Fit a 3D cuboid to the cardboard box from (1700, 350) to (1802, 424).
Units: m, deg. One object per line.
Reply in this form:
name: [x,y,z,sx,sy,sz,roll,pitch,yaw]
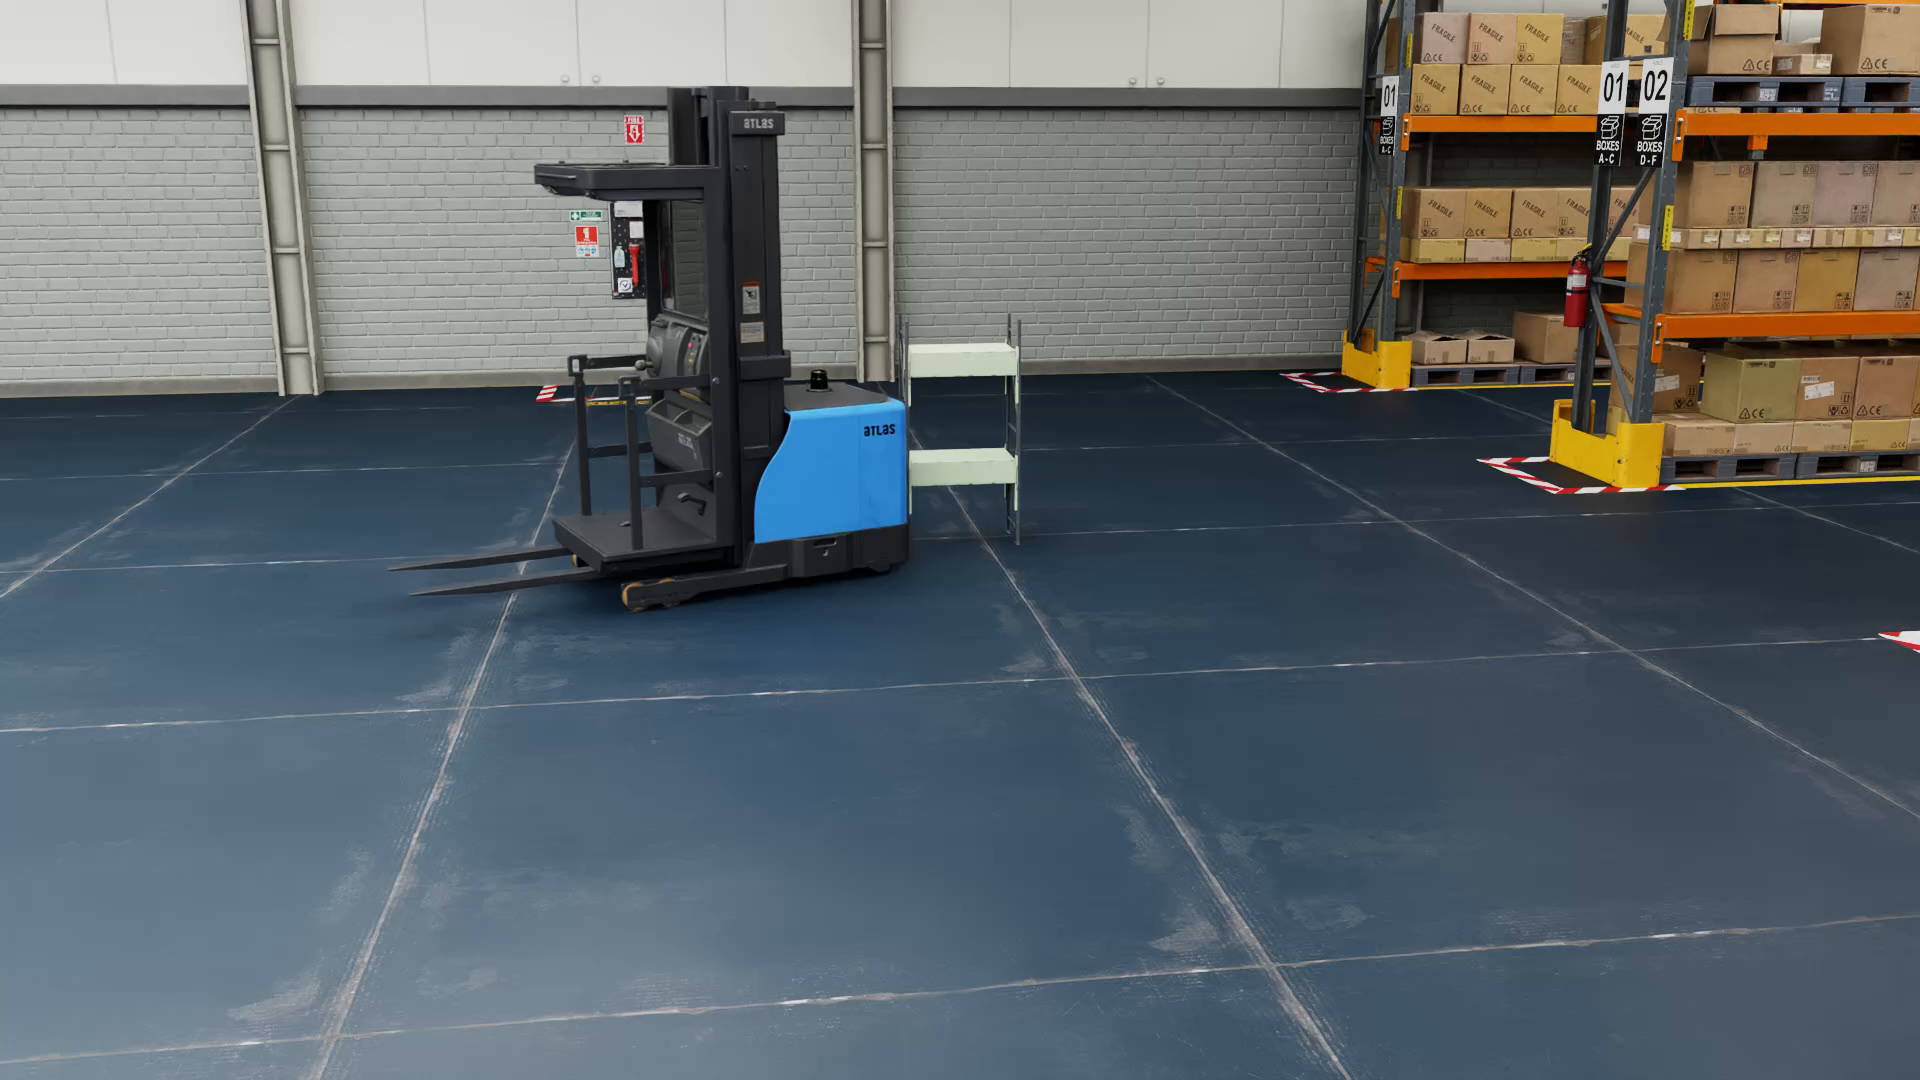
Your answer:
cardboard box: [6.247,-1.216,13.153,0.500,0.500,0.500,-2,14,-8]

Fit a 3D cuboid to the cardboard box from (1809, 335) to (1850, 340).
cardboard box: [9.632,-2.397,18.847,0.500,0.500,0.700,-2,14,-9]

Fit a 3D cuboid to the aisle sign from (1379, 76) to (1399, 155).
aisle sign: [4.421,-4.376,17.159,0.004,0.787,0.394,-2,14,-8]

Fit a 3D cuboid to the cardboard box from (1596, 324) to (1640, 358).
cardboard box: [7.383,-2.288,18.413,0.500,0.500,0.500,-3,14,-13]

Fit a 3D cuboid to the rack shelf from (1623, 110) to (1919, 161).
rack shelf: [7.167,-3.176,13.034,4.000,0.370,1.077,-2,14,-8]

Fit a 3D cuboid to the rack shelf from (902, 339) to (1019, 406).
rack shelf: [-0.007,-1.106,10.943,0.720,0.370,0.431,-2,14,-8]

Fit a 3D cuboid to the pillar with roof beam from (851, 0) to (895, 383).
pillar with roof beam: [-0.281,-5.080,12.978,0.400,9.000,9.100,-2,14,-8]

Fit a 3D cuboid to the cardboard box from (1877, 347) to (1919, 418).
cardboard box: [7.729,-1.273,13.379,0.500,0.500,0.500,-2,14,-8]

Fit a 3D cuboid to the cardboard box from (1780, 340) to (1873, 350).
cardboard box: [7.157,-1.380,13.807,0.500,0.500,0.500,-2,14,-8]

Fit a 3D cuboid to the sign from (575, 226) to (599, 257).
sign: [-3.933,-3.147,17.531,0.234,0.329,0.001,-2,14,-8]

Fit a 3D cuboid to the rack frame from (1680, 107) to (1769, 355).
rack frame: [8.403,-3.334,18.351,0.127,3.000,1.000,-2,14,-8]

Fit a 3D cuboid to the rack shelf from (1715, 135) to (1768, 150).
rack shelf: [10.381,-4.513,18.363,4.000,0.370,1.077,-2,14,-8]

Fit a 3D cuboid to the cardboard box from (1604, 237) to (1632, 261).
cardboard box: [6.991,-3.143,17.856,0.500,0.250,0.500,-2,14,-9]

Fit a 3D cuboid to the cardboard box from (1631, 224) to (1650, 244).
cardboard box: [5.539,-2.421,13.169,0.250,0.149,0.380,-2,14,-9]

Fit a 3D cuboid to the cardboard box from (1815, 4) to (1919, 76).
cardboard box: [6.872,-3.767,12.555,0.500,0.500,0.500,-2,14,-8]

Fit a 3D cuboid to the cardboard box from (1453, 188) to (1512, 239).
cardboard box: [5.455,-3.451,17.540,0.500,0.500,0.500,-2,14,-8]

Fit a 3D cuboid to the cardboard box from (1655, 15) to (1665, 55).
cardboard box: [7.405,-5.227,17.428,0.500,0.500,0.500,-1,14,-5]

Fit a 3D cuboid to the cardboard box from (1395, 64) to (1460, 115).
cardboard box: [4.816,-4.655,17.202,0.500,0.500,0.500,-2,14,-7]

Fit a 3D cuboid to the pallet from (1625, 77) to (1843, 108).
pallet: [5.892,-3.429,12.745,1.213,0.211,1.003,-2,14,-8]

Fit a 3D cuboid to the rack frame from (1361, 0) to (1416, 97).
rack frame: [4.448,-6.099,17.043,0.127,3.000,1.000,-2,14,-8]

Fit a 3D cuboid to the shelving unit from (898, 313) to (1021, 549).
shelving unit: [-0.007,-0.727,11.038,0.755,1.500,0.431,-2,14,-8]

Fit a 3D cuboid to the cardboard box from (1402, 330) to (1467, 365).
cardboard box: [5.145,-2.102,18.060,0.500,0.311,0.500,-4,15,-15]

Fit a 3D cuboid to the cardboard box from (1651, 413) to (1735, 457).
cardboard box: [5.753,-0.834,13.170,0.500,0.250,0.500,-2,14,-8]

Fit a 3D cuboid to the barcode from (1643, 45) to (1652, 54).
barcode: [5.416,-3.861,13.093,0.075,0.075,0.001,-2,14,-8]

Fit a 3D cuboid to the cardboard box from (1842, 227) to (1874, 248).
cardboard box: [6.883,-2.371,12.969,0.250,0.149,0.380,-2,14,-9]

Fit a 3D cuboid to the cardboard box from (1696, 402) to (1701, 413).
cardboard box: [6.168,-0.979,13.750,0.500,0.250,0.500,-2,14,-8]

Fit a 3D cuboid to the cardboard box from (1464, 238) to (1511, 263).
cardboard box: [5.489,-3.090,17.643,0.500,0.250,0.500,-3,14,-10]

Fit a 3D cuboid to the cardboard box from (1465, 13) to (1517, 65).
cardboard box: [5.368,-5.149,17.119,0.500,0.500,0.500,-2,14,-9]

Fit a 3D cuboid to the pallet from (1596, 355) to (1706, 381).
pallet: [7.744,-1.949,18.559,1.213,0.211,1.003,-2,14,-8]

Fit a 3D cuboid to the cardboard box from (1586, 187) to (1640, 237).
cardboard box: [6.989,-3.508,17.771,0.500,0.500,0.500,-3,14,-10]

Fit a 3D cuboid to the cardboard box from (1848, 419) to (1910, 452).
cardboard box: [7.236,-0.888,13.385,0.500,0.250,0.500,-2,14,-8]

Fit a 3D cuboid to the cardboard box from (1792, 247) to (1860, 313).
cardboard box: [6.663,-2.097,13.212,0.500,0.500,0.700,-2,14,-8]

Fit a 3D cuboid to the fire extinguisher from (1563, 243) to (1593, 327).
fire extinguisher: [5.003,-2.068,13.460,0.183,0.674,0.296,-2,14,-8]

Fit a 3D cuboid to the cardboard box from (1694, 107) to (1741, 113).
cardboard box: [7.938,-4.770,17.661,0.500,0.500,0.500,-2,14,-7]

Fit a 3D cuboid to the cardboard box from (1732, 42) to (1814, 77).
cardboard box: [6.289,-3.757,13.027,0.500,0.250,0.500,-2,14,-8]

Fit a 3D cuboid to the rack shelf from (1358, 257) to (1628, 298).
rack shelf: [6.425,-2.913,18.149,4.000,0.370,1.077,-2,14,-8]

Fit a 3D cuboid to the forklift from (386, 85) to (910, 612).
forklift: [-1.857,-1.155,9.804,3.031,2.935,1.130,-8,16,-28]

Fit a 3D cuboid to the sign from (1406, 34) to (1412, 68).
sign: [4.529,-4.938,16.781,0.005,0.325,0.100,-2,14,-8]

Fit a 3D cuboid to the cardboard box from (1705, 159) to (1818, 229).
cardboard box: [6.225,-2.712,12.996,0.500,0.500,0.700,-2,14,-10]

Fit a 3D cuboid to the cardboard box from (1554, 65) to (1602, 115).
cardboard box: [6.392,-4.710,17.422,0.500,0.500,0.500,-1,14,-5]

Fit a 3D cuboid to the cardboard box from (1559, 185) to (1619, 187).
cardboard box: [6.902,-3.634,18.270,0.500,0.500,0.500,-2,14,-7]

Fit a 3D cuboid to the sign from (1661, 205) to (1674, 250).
sign: [5.266,-2.323,12.374,0.005,0.325,0.100,-2,14,-8]

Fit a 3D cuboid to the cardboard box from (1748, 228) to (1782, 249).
cardboard box: [6.117,-2.342,12.857,0.250,0.149,0.380,-2,14,-8]

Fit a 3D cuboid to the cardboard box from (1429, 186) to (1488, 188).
cardboard box: [5.381,-3.574,18.033,0.500,0.500,0.500,-2,14,-8]

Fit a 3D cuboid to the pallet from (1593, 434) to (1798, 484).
pallet: [5.939,-0.683,13.512,1.213,0.211,1.003,-2,14,-8]
